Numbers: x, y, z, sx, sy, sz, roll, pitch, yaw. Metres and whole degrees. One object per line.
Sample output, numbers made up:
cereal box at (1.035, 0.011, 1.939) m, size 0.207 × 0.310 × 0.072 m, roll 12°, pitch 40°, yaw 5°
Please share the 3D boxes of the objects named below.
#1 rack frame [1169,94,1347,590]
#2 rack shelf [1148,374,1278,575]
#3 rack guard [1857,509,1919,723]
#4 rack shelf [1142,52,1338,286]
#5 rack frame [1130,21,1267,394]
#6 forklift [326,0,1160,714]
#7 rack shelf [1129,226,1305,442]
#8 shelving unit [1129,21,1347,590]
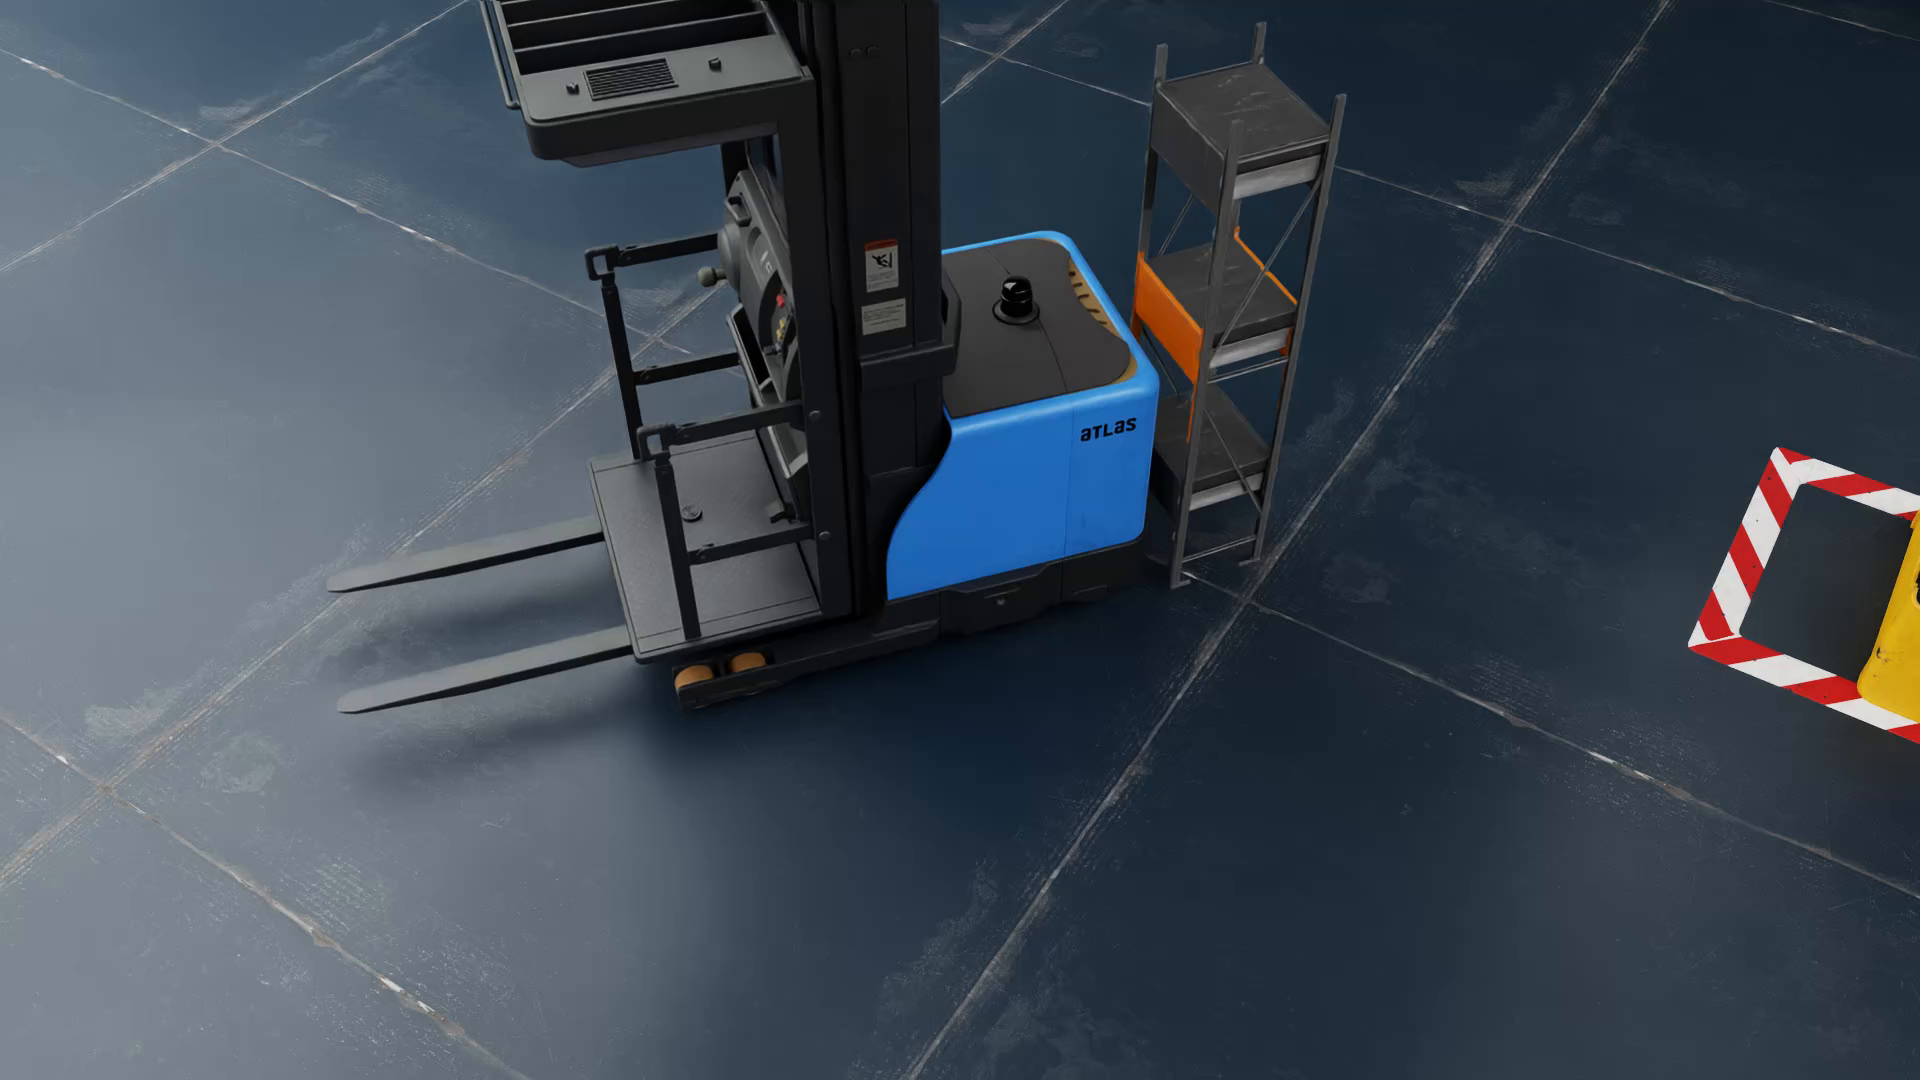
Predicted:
rack frame at (1.014, -0.596, 5.865) m, size 0.400 × 2.100 × 0.015 m, roll -17°, pitch 48°, yaw -16°
rack shelf at (0.918, -0.260, 6.533) m, size 0.431 × 0.518 × 0.480 m, roll -17°, pitch 48°, yaw -16°
rack guard at (3.783, 0.120, 6.285) m, size 0.348 × 0.500 × 1.175 m, roll 25°, pitch 51°, yaw 22°
rack shelf at (0.919, -1.235, 5.529) m, size 0.431 × 0.518 × 0.480 m, roll -17°, pitch 48°, yaw -16°
rack frame at (0.824, -0.918, 6.178) m, size 0.400 × 2.100 × 0.015 m, roll -17°, pitch 48°, yaw -16°
forklift at (-0.856, -0.828, 5.511) m, size 3.031 × 2.935 × 1.130 m, roll -13°, pitch 47°, yaw -13°
rack shelf at (0.919, -0.747, 6.031) m, size 0.431 × 0.518 × 0.480 m, roll -17°, pitch 48°, yaw -16°
shelving unit at (0.919, -0.757, 6.021) m, size 0.431 × 2.100 × 0.503 m, roll -17°, pitch 48°, yaw -16°
